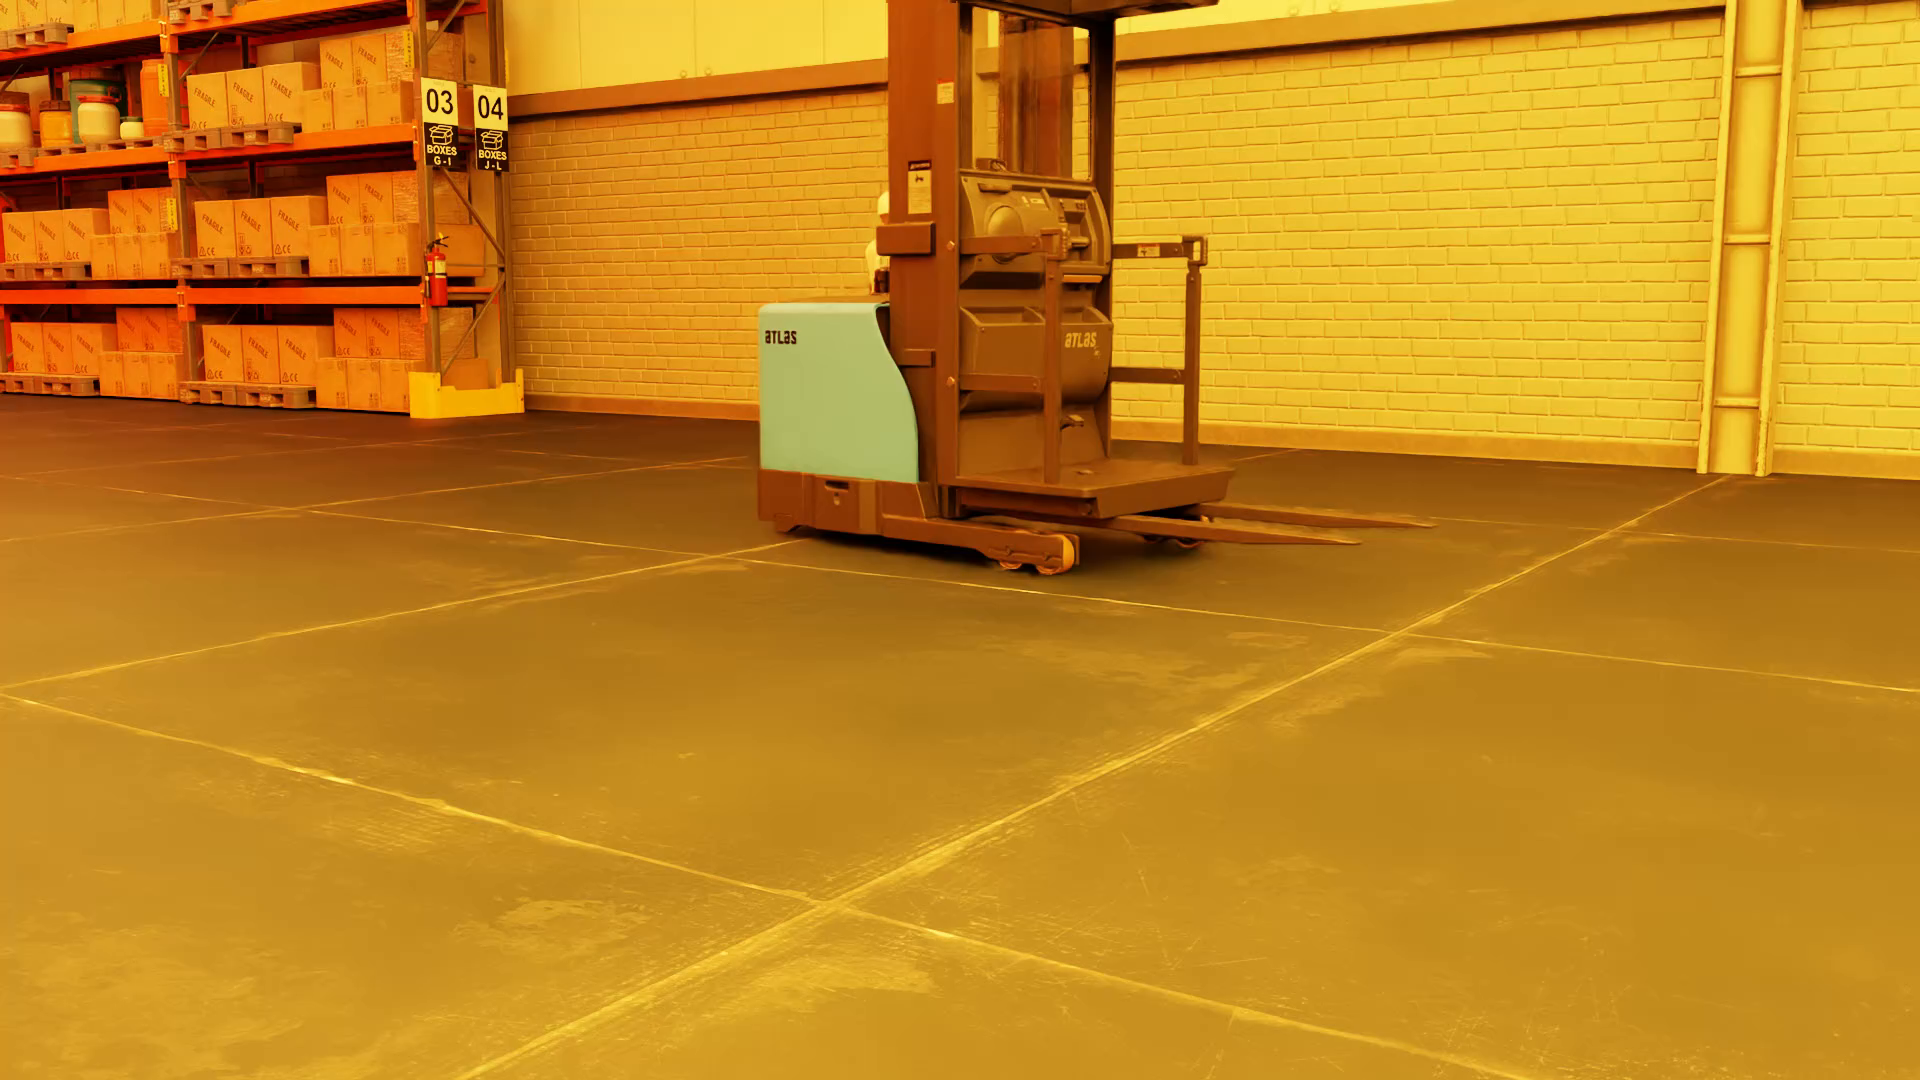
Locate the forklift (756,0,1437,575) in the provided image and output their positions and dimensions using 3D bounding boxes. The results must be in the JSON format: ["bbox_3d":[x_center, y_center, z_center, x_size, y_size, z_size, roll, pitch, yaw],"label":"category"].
[{"bbox_3d":[0.491,-1.394,6.997,3.031,2.935,1.130,7,11,41],"label":"forklift"}]

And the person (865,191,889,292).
[{"bbox_3d":[-0.390,-1.344,10.716,0.372,1.789,0.577,-2,8,-16],"label":"person"}]
